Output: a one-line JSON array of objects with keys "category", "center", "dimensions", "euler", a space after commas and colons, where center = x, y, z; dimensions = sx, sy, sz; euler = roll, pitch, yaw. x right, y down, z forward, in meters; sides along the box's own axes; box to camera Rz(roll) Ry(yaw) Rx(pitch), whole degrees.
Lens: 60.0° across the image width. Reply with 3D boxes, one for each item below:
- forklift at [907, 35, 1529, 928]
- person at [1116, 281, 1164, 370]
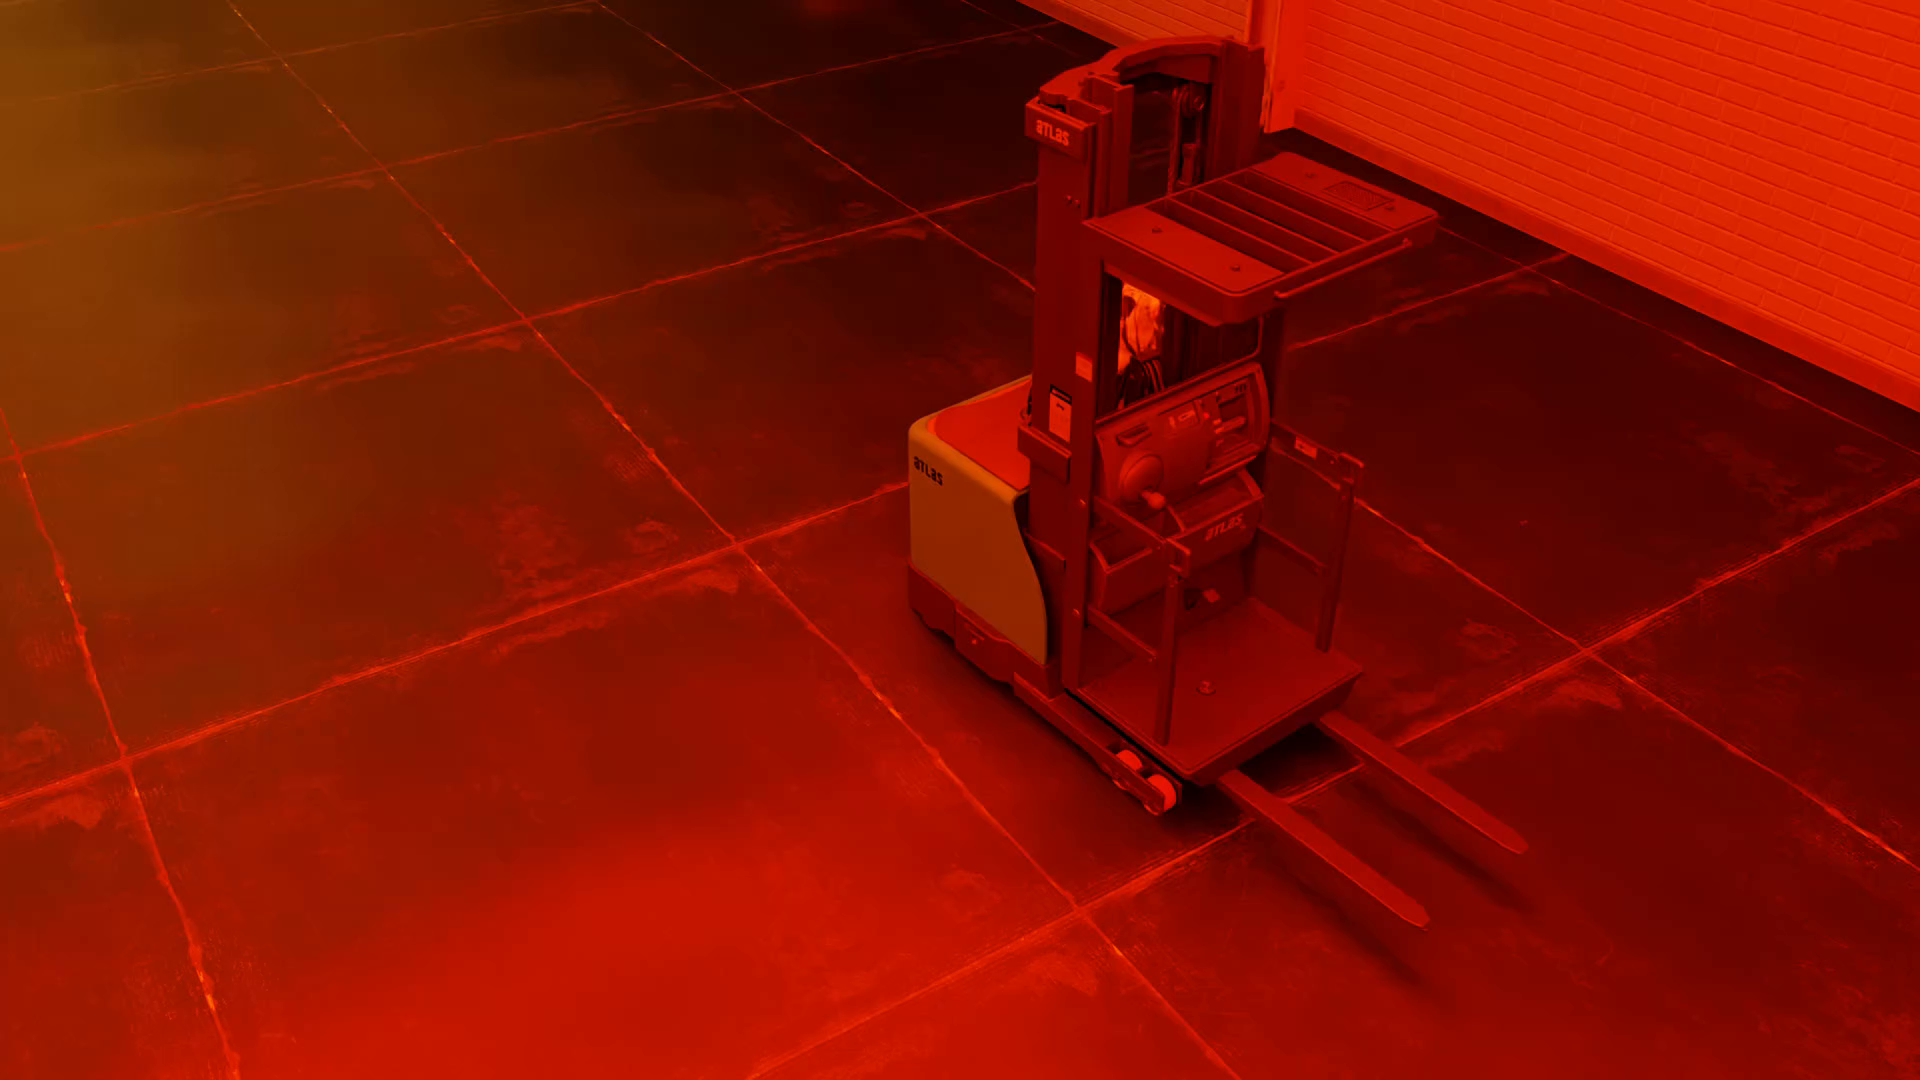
[{"category": "forklift", "center": [1.054, -0.364, 6.666], "dimensions": [1.130, 2.935, 3.031], "euler": [-24, 42, -30]}, {"category": "person", "center": [0.847, -0.840, 8.483], "dimensions": [0.811, 1.638, 0.470], "euler": [26, 43, 32]}]
